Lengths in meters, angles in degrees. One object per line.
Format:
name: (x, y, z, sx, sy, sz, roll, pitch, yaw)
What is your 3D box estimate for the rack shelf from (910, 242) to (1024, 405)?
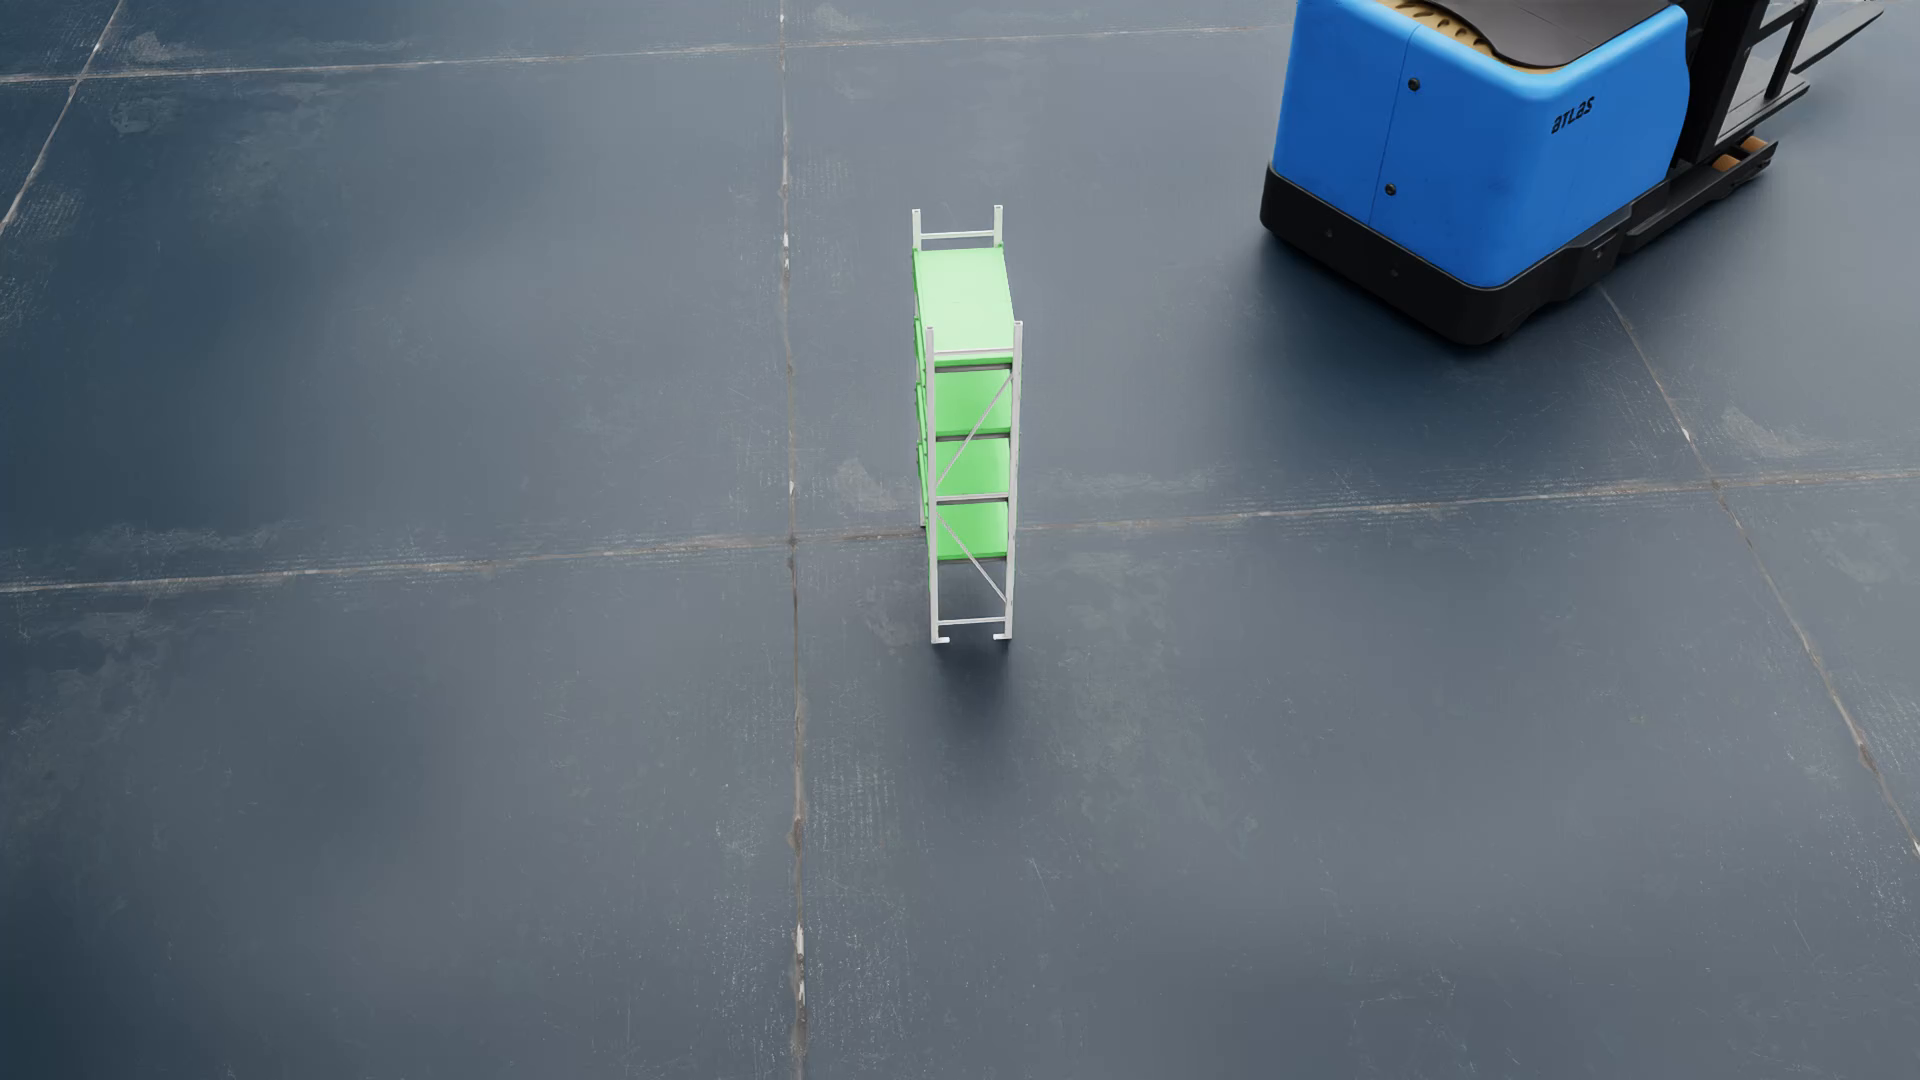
rack shelf: (0.014, -0.579, 4.399, 0.258, 0.148, 0.480, -3, 47, -3)

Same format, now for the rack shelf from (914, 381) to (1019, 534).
rack shelf: (0.014, -0.249, 4.747, 0.258, 0.148, 0.480, -3, 47, -3)

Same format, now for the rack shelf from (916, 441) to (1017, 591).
rack shelf: (0.014, -0.084, 4.922, 0.258, 0.148, 0.480, -3, 47, -3)

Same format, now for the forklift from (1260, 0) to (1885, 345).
forklift: (2.585, -2.608, 5.701, 3.031, 2.935, 1.130, -32, 54, -26)

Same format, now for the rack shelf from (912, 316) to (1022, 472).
rack shelf: (0.014, -0.414, 4.573, 0.258, 0.148, 0.480, -3, 47, -3)

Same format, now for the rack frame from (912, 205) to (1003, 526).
rack frame: (-0.007, -0.469, 4.868, 0.240, 1.200, 0.015, -3, 47, -3)

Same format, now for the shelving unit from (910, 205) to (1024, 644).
shelving unit: (0.014, -0.293, 4.701, 0.258, 1.200, 0.503, -3, 47, -3)

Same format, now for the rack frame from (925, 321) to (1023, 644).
rack frame: (0.034, -0.116, 4.534, 0.240, 1.200, 0.015, -3, 47, -3)
